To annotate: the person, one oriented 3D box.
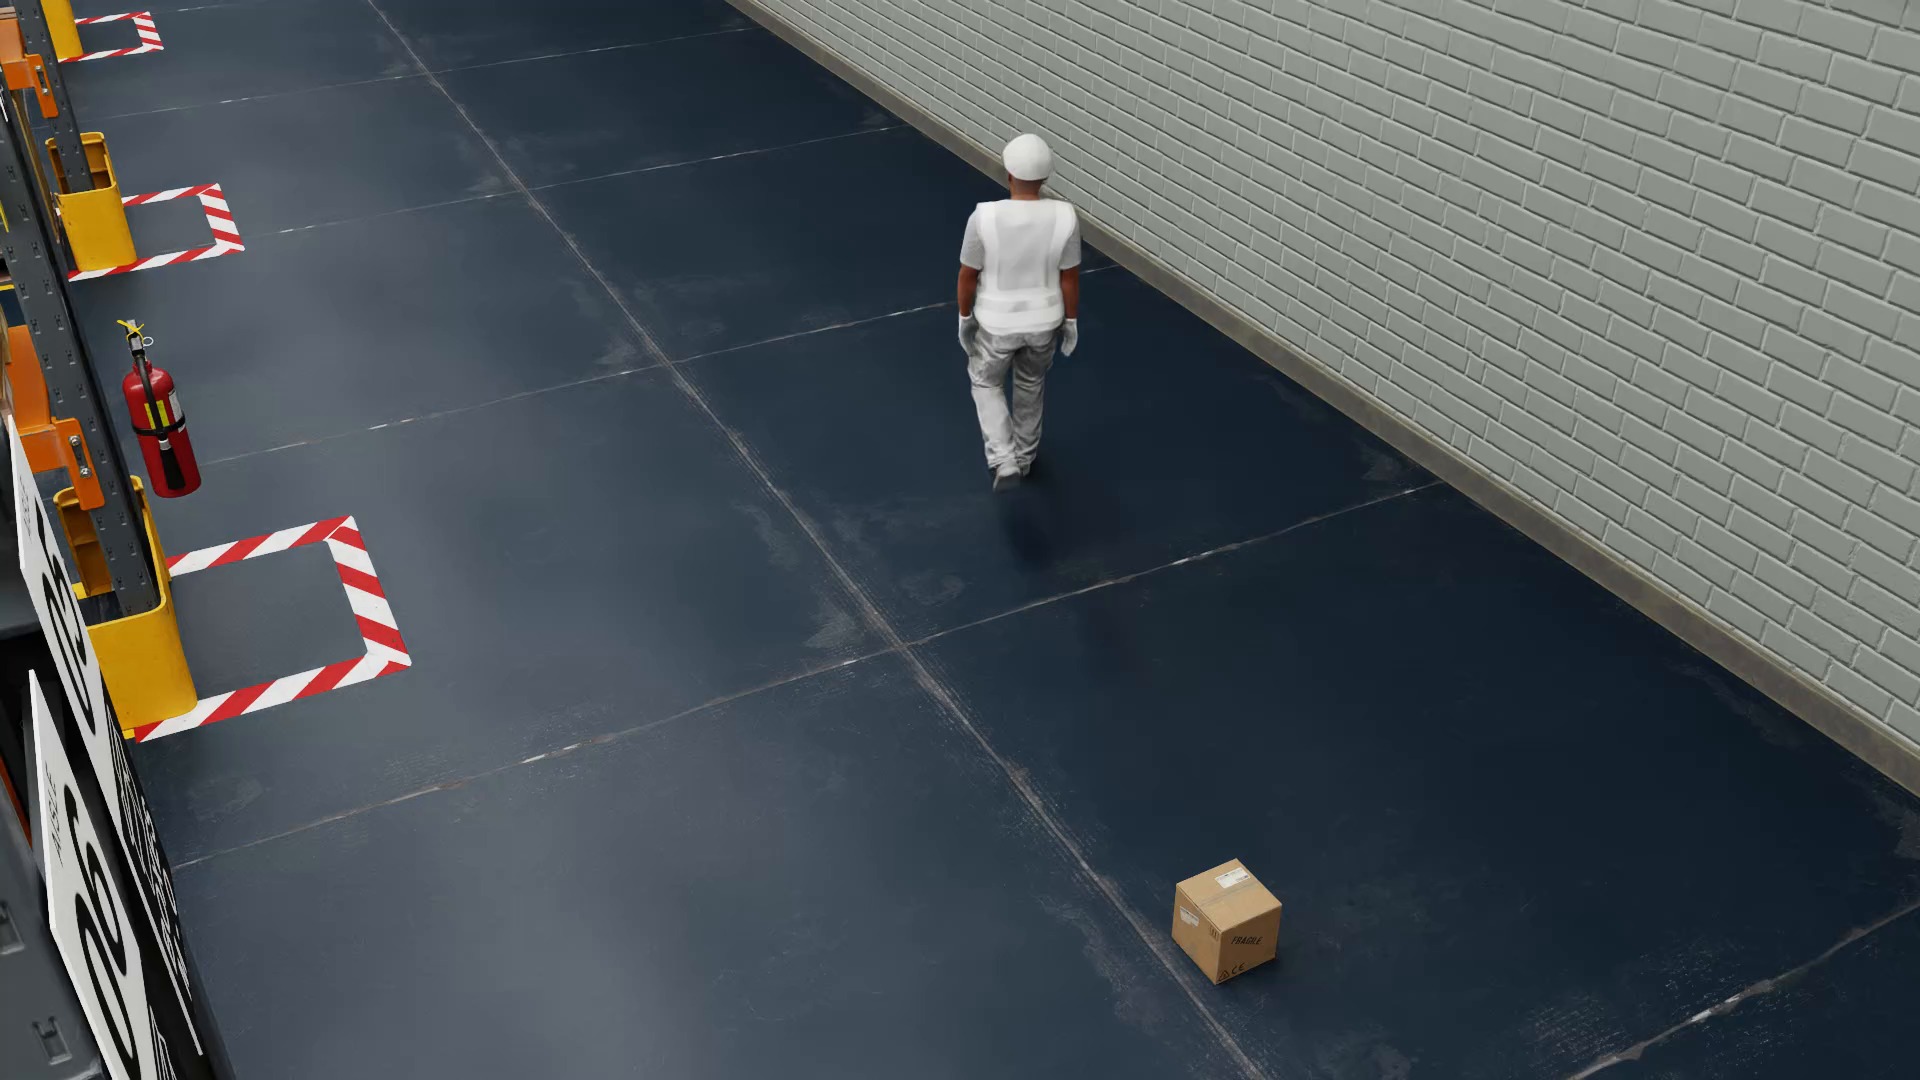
[{"bbox_3d":[0.268,-1.312,7.505,0.556,1.086,0.346,-4,33,-6],"label":"person"}]
